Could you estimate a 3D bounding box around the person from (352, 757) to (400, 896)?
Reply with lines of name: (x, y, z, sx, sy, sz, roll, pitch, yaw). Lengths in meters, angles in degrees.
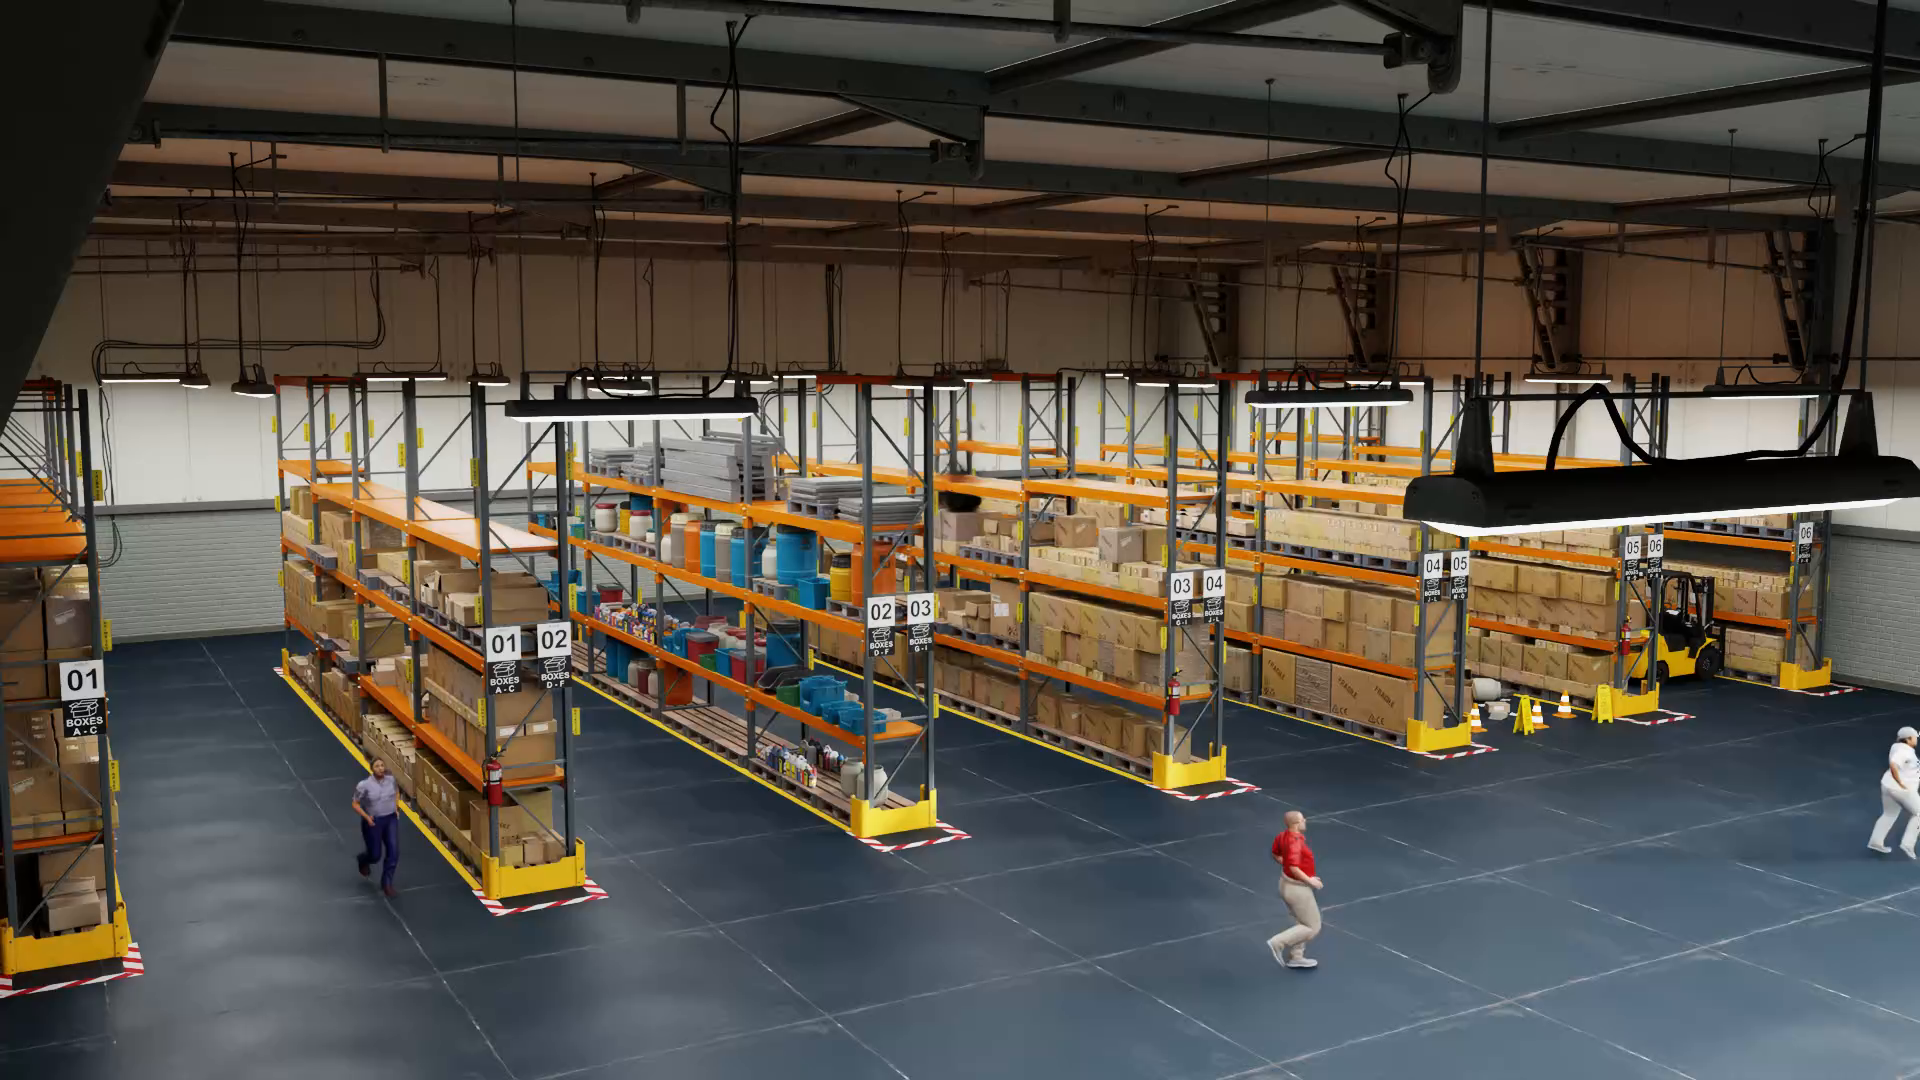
person: (-6.928, 3.379, 19.828, 0.612, 1.625, 0.722, -6, 8, -42)

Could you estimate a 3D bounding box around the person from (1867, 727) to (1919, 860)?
person: (11.956, 3.219, 21.151, 0.726, 1.726, 0.572, 0, 6, 2)

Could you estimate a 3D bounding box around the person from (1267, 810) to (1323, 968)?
person: (3.446, 3.617, 17.208, 0.628, 1.673, 0.661, -1, 6, -9)

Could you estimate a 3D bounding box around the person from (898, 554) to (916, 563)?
person: (-1.430, 0.964, 41.361, 0.550, 1.711, 0.767, -5, 8, -40)
